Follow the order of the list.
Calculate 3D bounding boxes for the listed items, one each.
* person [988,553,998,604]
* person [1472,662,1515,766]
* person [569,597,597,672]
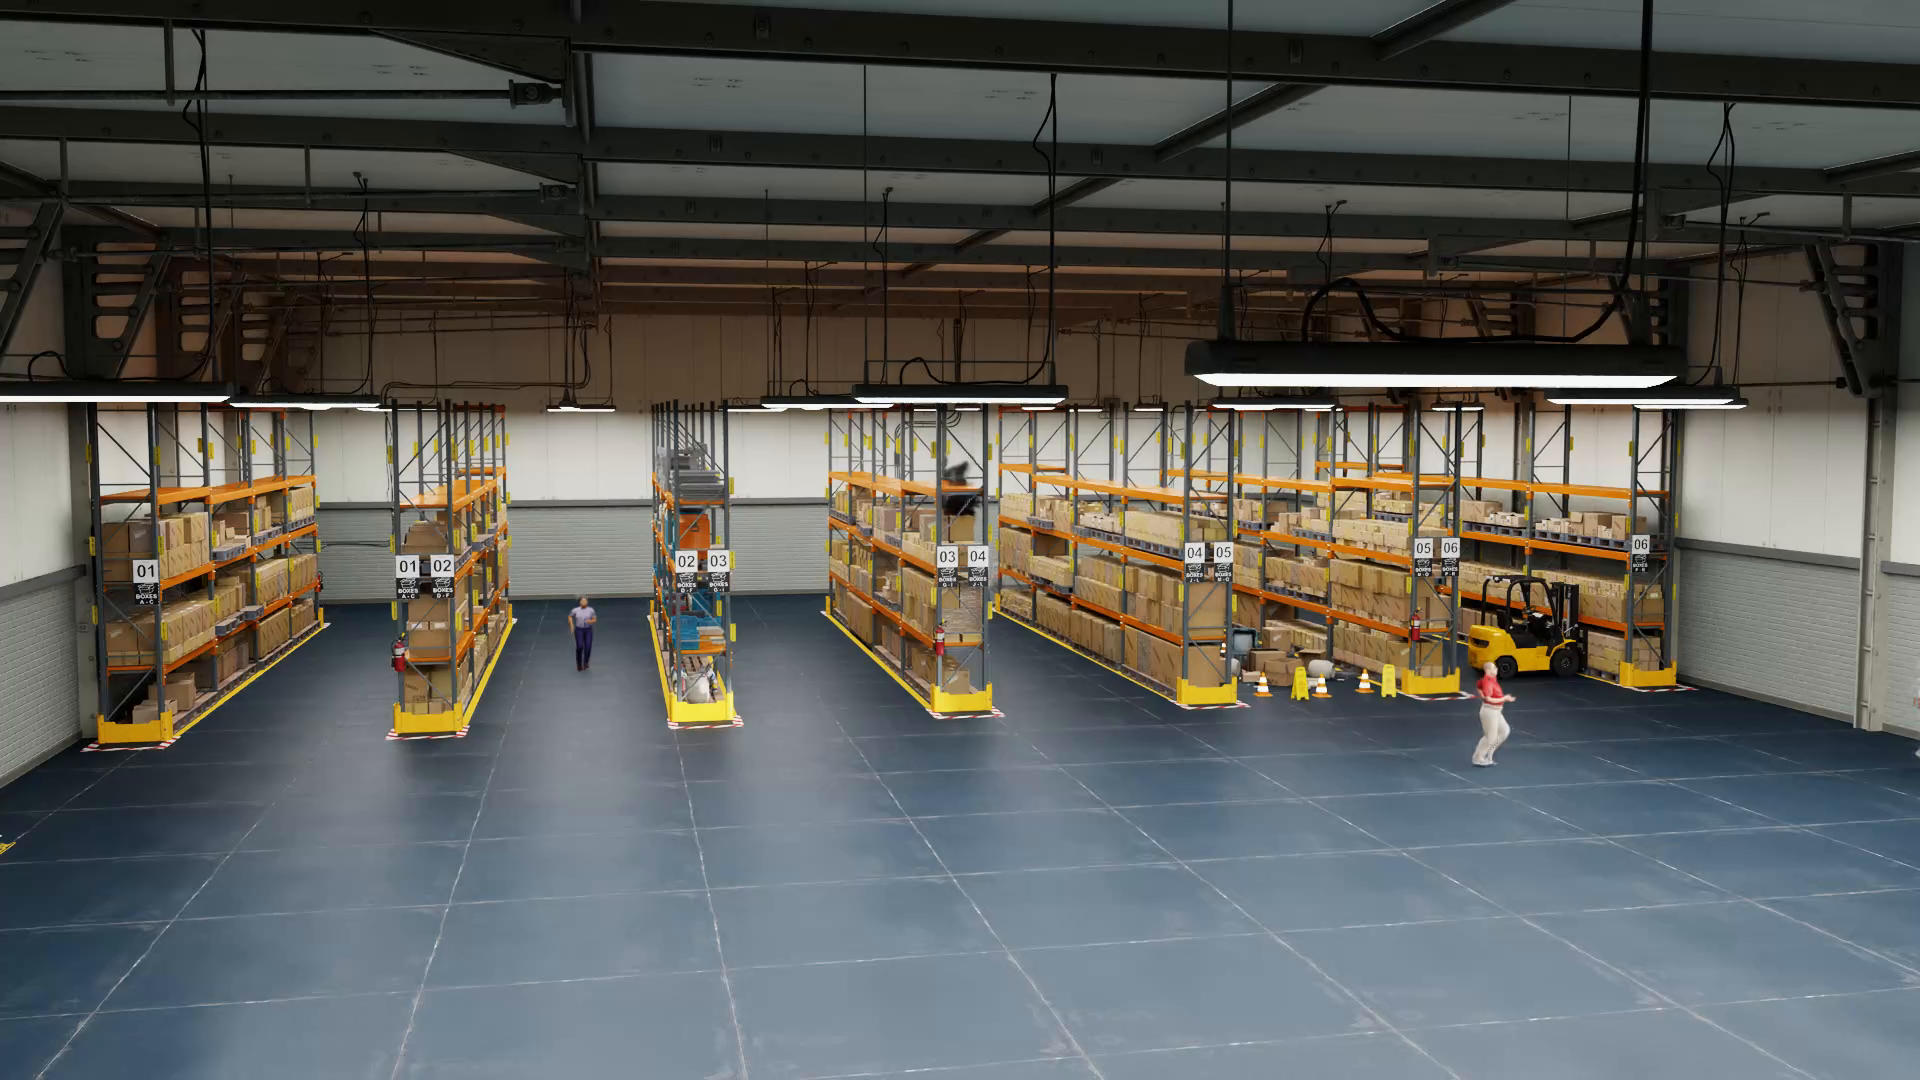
[{"bbox_3d":[1.026,1.157,49.988,0.532,1.585,0.656,0,4,3],"label":"person"},{"bbox_3d":[8.685,2.844,27.014,0.648,1.740,0.644,2,5,23],"label":"person"},{"bbox_3d":[-8.416,2.109,37.192,0.577,1.694,0.719,-2,5,-22],"label":"person"}]
